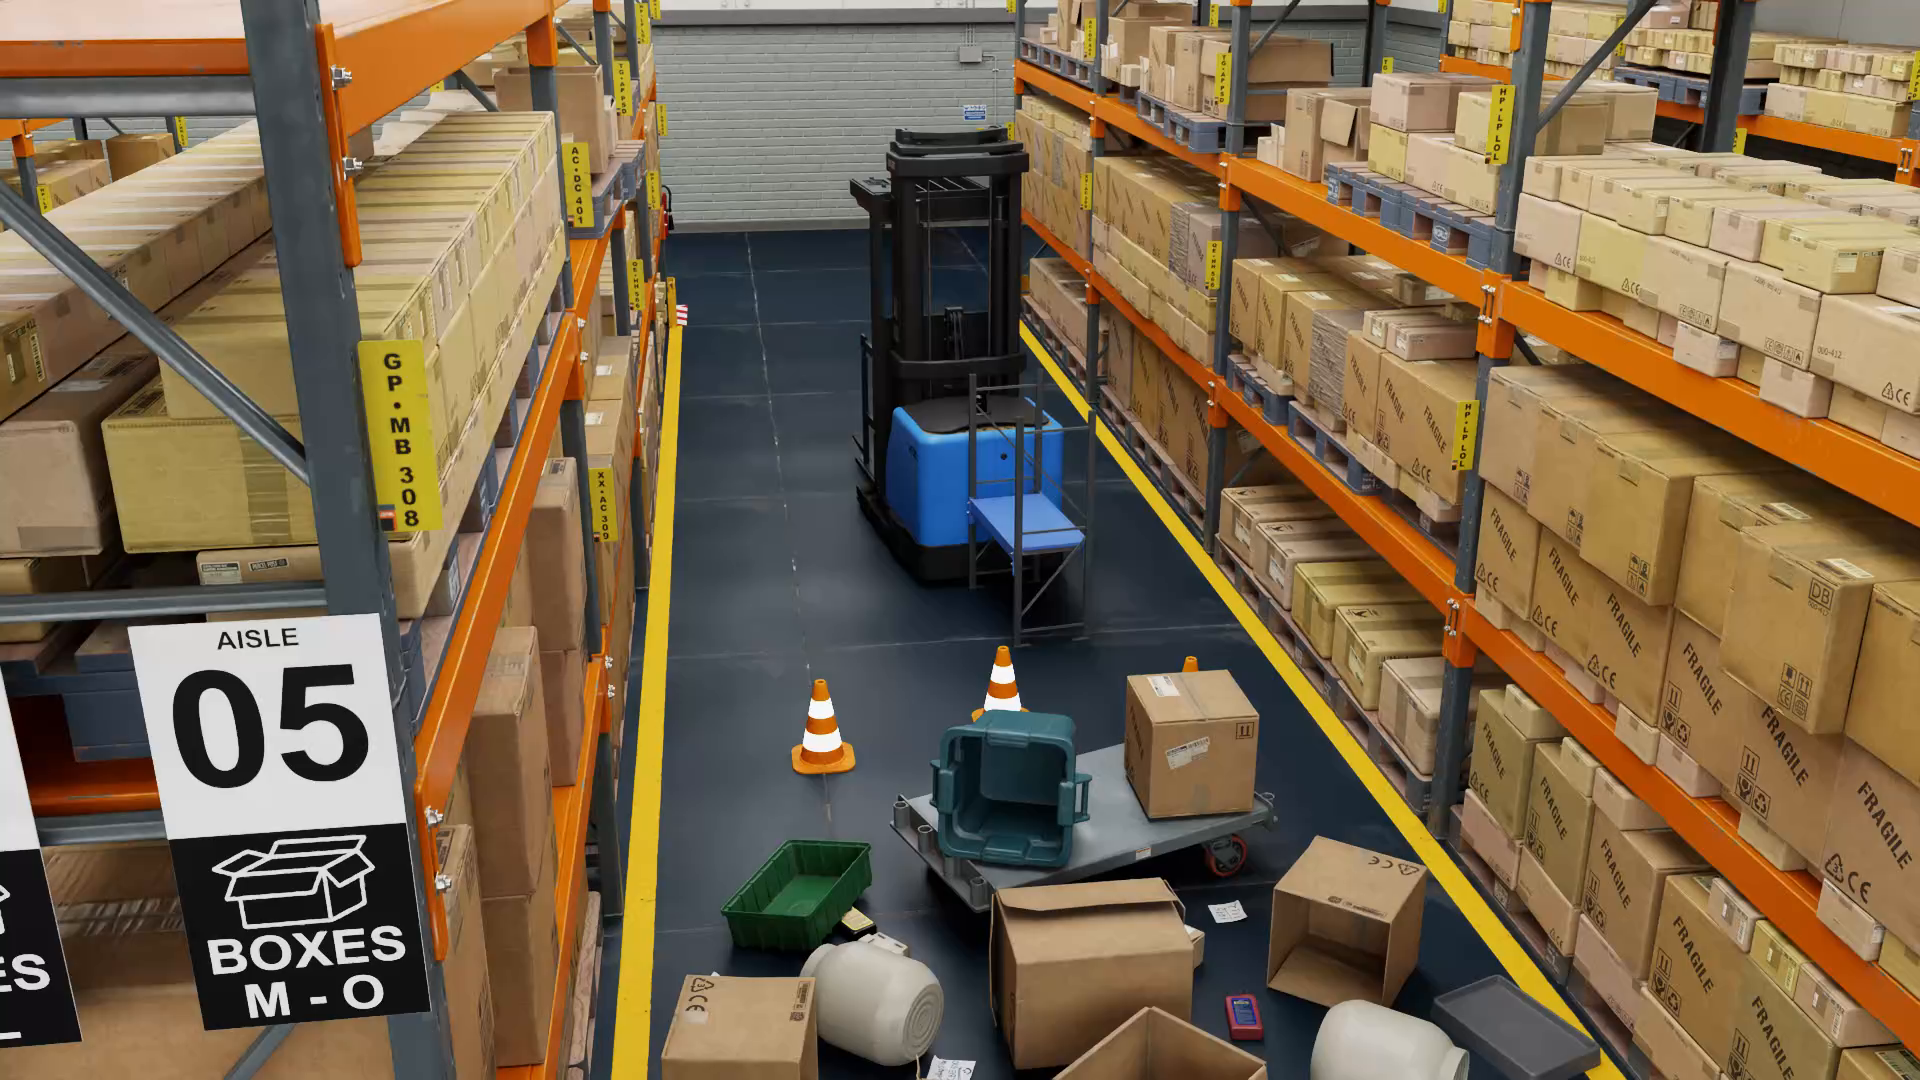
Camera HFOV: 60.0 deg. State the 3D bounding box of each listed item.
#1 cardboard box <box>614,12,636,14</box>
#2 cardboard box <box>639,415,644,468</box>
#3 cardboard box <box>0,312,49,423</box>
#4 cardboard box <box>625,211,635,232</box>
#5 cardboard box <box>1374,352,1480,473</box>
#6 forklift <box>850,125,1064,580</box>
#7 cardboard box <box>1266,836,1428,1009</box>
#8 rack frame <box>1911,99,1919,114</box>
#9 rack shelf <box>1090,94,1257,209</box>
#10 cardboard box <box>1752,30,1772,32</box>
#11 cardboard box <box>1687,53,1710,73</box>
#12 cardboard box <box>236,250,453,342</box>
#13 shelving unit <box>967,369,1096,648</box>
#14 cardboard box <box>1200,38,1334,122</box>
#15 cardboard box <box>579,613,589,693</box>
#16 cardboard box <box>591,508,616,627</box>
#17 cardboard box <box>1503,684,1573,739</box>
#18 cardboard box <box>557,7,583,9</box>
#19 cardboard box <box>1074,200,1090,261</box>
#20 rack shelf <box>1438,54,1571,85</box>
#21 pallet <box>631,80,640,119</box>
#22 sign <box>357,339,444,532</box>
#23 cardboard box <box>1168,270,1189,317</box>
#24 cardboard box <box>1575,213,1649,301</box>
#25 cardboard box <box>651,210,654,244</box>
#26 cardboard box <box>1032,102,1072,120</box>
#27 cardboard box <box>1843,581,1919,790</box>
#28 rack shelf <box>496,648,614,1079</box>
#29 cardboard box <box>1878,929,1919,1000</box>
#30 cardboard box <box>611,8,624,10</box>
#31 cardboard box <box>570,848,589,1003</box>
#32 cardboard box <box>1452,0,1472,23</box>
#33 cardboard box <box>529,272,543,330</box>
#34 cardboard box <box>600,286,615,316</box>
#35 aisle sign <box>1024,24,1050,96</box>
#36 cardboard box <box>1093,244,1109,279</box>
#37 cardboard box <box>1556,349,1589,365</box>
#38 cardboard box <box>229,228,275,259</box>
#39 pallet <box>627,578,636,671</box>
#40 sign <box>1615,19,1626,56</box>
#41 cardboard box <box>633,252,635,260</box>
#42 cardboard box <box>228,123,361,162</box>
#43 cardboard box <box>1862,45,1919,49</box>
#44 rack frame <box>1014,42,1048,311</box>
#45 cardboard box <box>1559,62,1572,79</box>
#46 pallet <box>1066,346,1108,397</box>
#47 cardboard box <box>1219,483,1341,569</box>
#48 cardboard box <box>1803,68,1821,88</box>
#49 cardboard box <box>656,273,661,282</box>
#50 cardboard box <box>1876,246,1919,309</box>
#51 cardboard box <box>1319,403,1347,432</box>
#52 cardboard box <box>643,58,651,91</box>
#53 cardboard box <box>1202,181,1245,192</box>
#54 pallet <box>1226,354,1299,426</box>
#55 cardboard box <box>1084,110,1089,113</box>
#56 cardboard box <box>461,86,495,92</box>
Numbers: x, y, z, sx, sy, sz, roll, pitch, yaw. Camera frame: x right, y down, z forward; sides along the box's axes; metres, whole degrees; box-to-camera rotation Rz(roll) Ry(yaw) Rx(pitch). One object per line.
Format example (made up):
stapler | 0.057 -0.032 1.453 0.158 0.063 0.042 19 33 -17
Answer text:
cardboard box | -3.192 -4.861 15.588 0.380 0.149 0.250 -4 21 -9
cardboard box | -2.480 -0.688 11.672 0.500 0.250 0.500 -4 21 -10
cardboard box | -1.851 -0.295 2.907 0.380 0.149 0.250 -3 21 -7
cardboard box | -2.946 -2.674 13.997 0.380 0.149 0.250 -2 21 -5
cardboard box | 2.474 -0.663 8.536 0.500 0.500 0.500 -3 21 -7
forklift | -0.170 -1.585 12.271 1.130 2.935 3.031 -6 21 -15
cardboard box | 1.648 1.649 7.082 0.500 0.500 0.500 12 24 29
rack frame | 7.175 -4.407 11.154 1.000 3.000 0.127 -3 21 -8
rack shelf | 1.975 -3.106 12.985 1.077 0.370 4.000 -3 21 -8
cardboard box | 6.861 -4.380 14.560 0.380 0.149 0.250 -3 21 -9
cardboard box | 6.397 -4.036 14.063 0.380 0.149 0.250 -3 21 -8
cardboard box | -1.273 -0.502 3.462 0.380 0.149 0.250 -3 21 -9
shelving unit | 0.440 -0.226 10.677 0.538 1.500 1.048 -6 21 -15
cardboard box | 2.060 -3.118 11.243 0.797 0.503 0.637 -4 21 -11
cardboard box | -1.979 0.382 6.693 0.875 0.550 0.550 -3 21 -8
cardboard box | -1.853 0.082 7.566 0.500 0.500 0.500 -3 21 -7
cardboard box | 2.617 0.740 7.278 0.380 0.149 0.250 -3 21 -7
cardboard box | -3.932 -5.191 16.472 0.380 0.149 0.250 -3 21 -7
cardboard box | 1.367 -2.924 15.616 0.500 0.500 0.500 -3 21 -7
rack shelf | 6.310 -4.742 17.367 1.077 0.370 4.000 -3 21 -8
pallet | -3.213 -3.543 13.397 1.213 0.211 1.003 -3 21 -8
sign | -0.917 -0.168 2.730 0.100 0.325 0.005 -3 21 -8
cardboard box | 1.865 -1.841 12.358 0.500 0.250 0.500 -3 21 -9
cardboard box | 2.716 -1.090 6.350 0.500 0.250 0.500 -3 21 -8
cardboard box | -3.097 -2.987 15.357 0.500 0.500 0.500 -3 21 -8
cardboard box | 0.976 -4.524 17.542 0.380 0.149 0.250 -4 21 -10
cardboard box | 3.062 0.429 4.784 0.700 0.500 0.500 -3 21 -7
rack shelf | -1.755 1.354 5.332 1.077 0.370 4.000 -3 21 -8
cardboard box | 2.989 1.252 4.936 0.380 0.149 0.250 -3 21 -9
cardboard box | -3.336 -5.130 16.307 0.380 0.149 0.250 -3 21 -9
cardboard box | -2.022 1.345 6.766 0.875 0.875 0.875 -3 21 -7
cardboard box | 5.837 -5.909 18.536 0.500 0.250 0.500 -3 21 -8
cardboard box | -1.528 -0.745 5.252 0.380 0.149 0.250 -3 21 -7
cardboard box | -2.496 -1.589 11.093 0.380 0.149 0.250 -3 21 -8
aisle sign | 0.813 -5.343 18.519 0.394 0.787 0.004 -3 21 -8
cardboard box | 1.489 -2.494 14.821 0.500 0.250 0.500 -3 21 -9
cardboard box | 3.122 -0.827 8.049 0.380 0.149 0.250 -3 21 -8
cardboard box | -2.029 -0.685 4.523 0.500 0.250 0.500 -3 21 -7
pallet | -2.581 0.523 10.515 1.003 0.211 1.213 -3 21 -8
sign | 6.062 -4.599 15.216 0.100 0.325 0.005 -3 21 -8
cardboard box | -2.906 -2.307 13.864 0.380 0.149 0.250 -3 21 -7
cardboard box | -2.290 -1.348 5.729 0.380 0.149 0.250 -3 21 -8
cardboard box | 7.239 -3.752 12.906 0.380 0.149 0.250 -3 21 -8
rack frame | 1.110 -4.115 18.946 1.000 3.000 0.127 -3 21 -8
cardboard box | 6.161 -4.642 16.430 0.380 0.149 0.250 -3 21 -8
pallet | 1.655 -1.691 16.441 1.003 0.211 1.213 -3 21 -8
cardboard box | 2.335 -0.115 11.391 0.950 0.372 0.625 -4 21 -11
cardboard box | 6.789 -3.585 12.884 0.380 0.149 0.250 -3 21 -7
cardboard box | -3.446 -2.800 18.049 0.380 0.149 0.250 -3 21 -7
cardboard box | 2.996 -0.784 4.961 0.380 0.149 0.250 -4 21 -9
cardboard box | 2.311 -0.740 9.669 0.380 0.149 0.250 -2 21 -6
cardboard box | -3.139 -4.308 15.391 0.500 0.250 0.500 -2 21 -5
cardboard box | 2.225 -2.569 13.236 0.500 0.500 0.500 -3 21 -7
pallet | 2.472 -1.014 10.917 1.213 0.211 1.003 -3 21 -8
cardboard box | 1.504 -4.465 17.384 0.380 0.149 0.250 -3 21 -8
cardboard box | -2.954 -2.697 10.721 0.500 0.500 0.500 -3 21 -8
